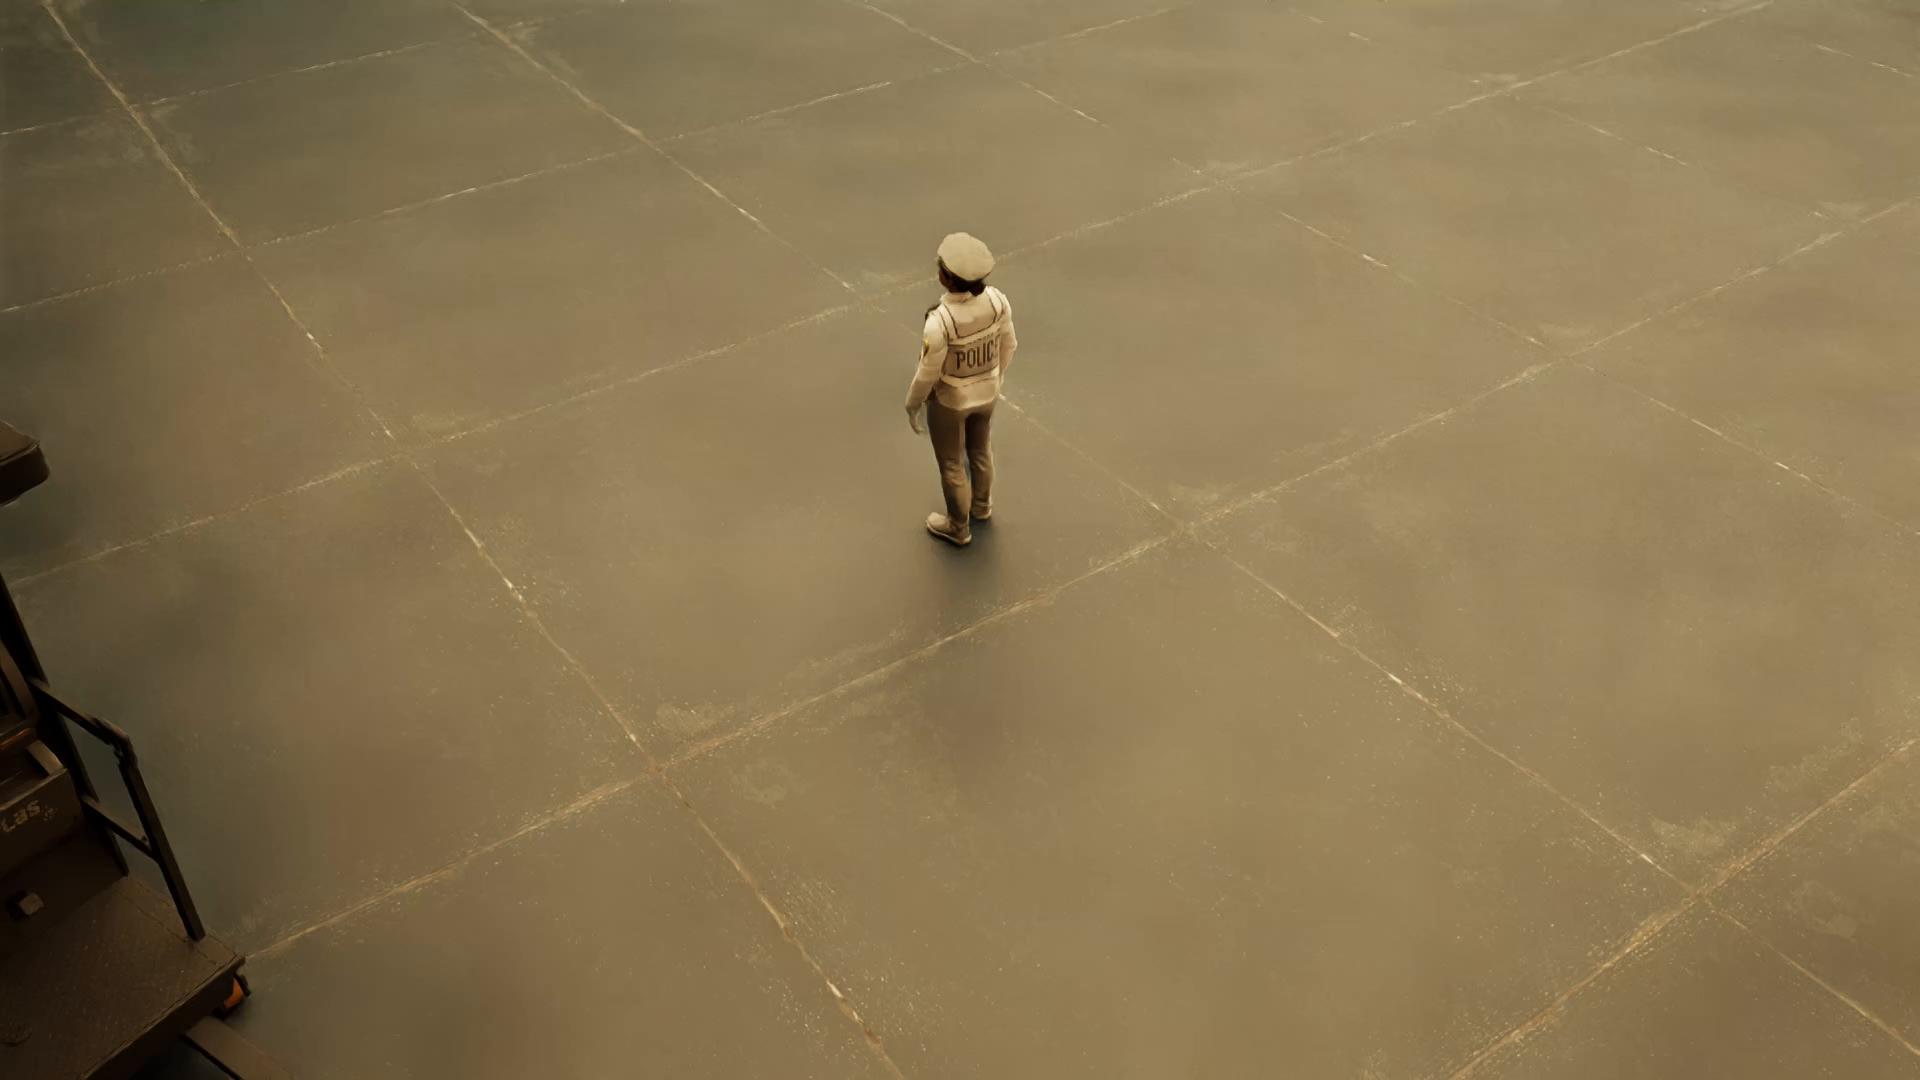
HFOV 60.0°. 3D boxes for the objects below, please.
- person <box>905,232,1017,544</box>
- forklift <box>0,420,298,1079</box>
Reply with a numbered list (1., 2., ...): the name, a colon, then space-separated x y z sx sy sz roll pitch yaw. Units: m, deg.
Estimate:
1. person: -0.033 -0.722 7.949 0.586 1.695 0.532 -23 42 -28
2. forklift: -3.207 0.669 5.040 3.031 2.935 1.130 22 42 27
